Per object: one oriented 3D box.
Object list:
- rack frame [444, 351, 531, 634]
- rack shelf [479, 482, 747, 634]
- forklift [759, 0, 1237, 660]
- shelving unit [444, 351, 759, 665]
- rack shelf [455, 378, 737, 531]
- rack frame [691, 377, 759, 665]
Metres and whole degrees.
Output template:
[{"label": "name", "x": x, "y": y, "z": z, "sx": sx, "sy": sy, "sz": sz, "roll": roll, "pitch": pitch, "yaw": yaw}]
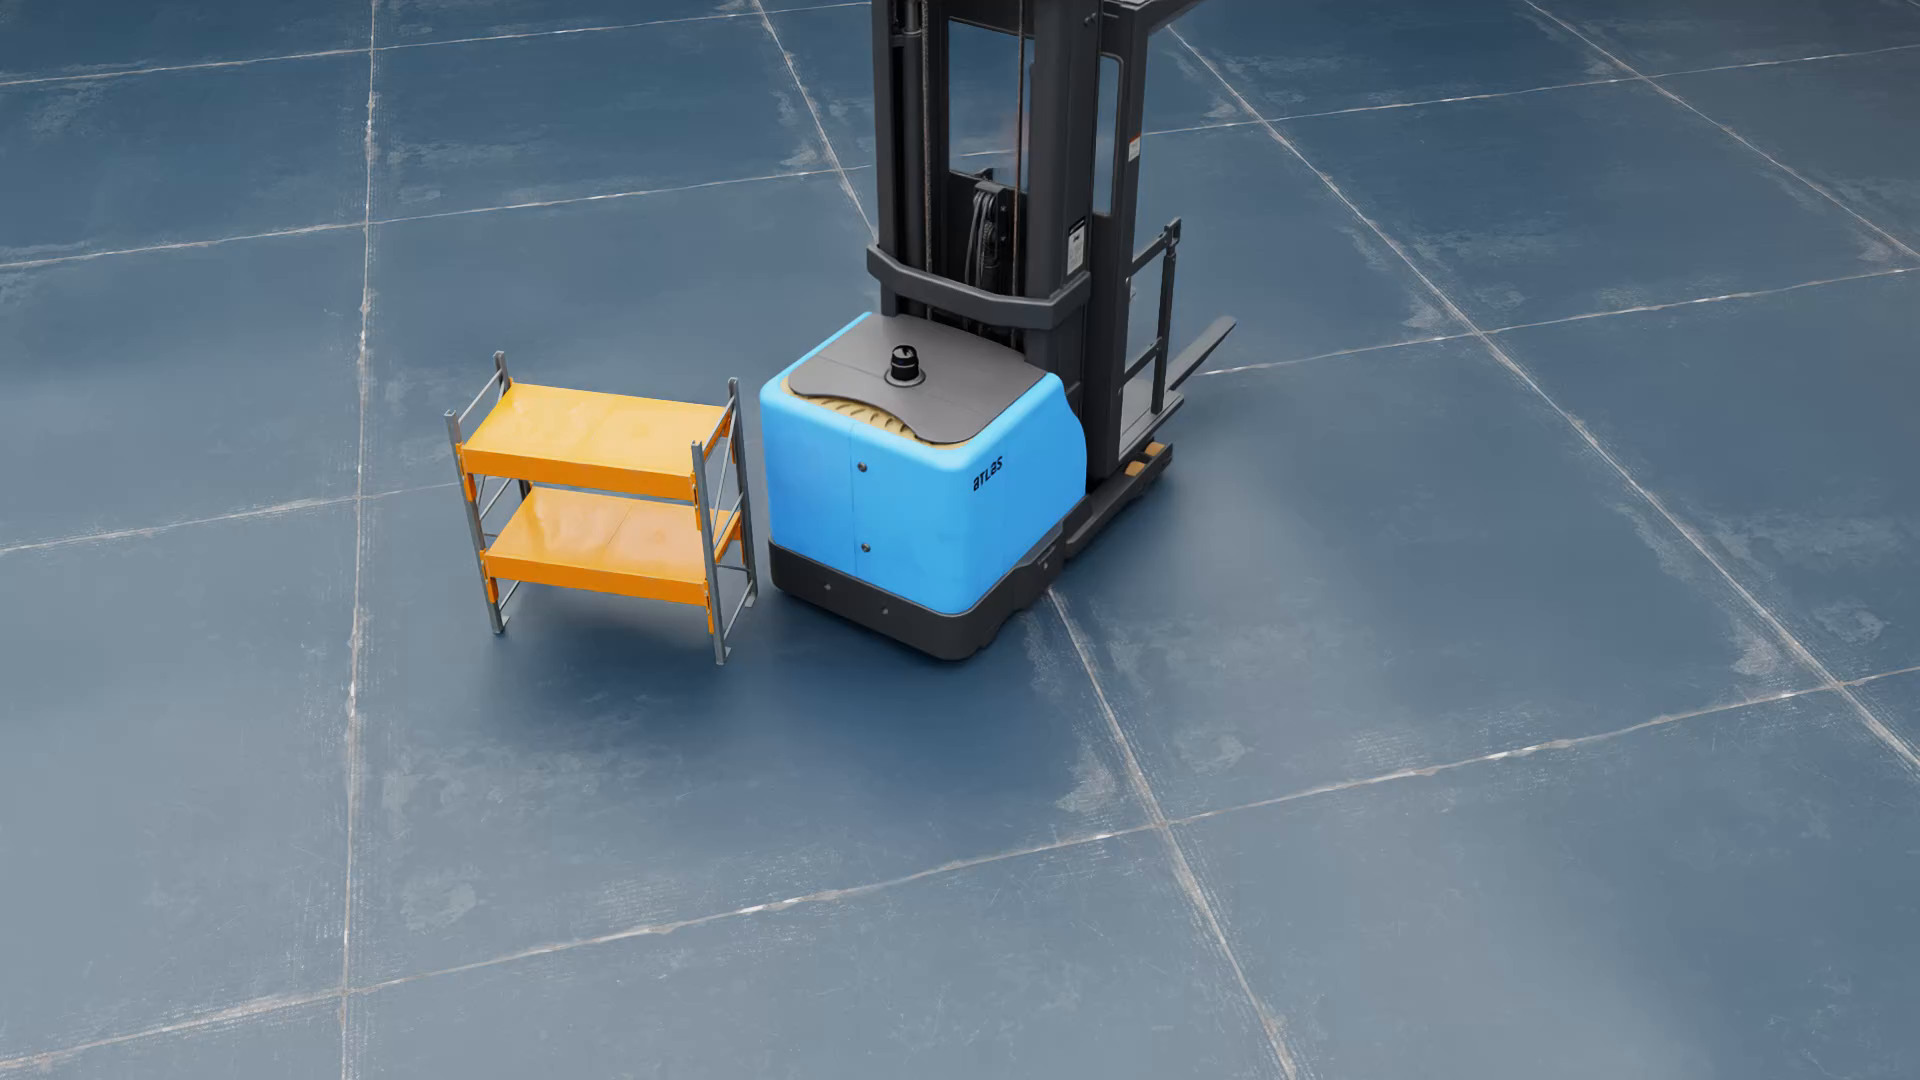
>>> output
[{"label": "rack frame", "x": -1.963, "y": -0.191, "z": 7.074, "sx": 0.032, "sy": 1.125, "sz": 0.500, "roll": 7, "pitch": 38, "yaw": 9}, {"label": "rack shelf", "x": -1.466, "y": 0.066, "z": 7.140, "sx": 1.000, "sy": 0.278, "sz": 0.538, "roll": 7, "pitch": 38, "yaw": 9}, {"label": "forklift", "x": 0.384, "y": -1.522, "z": 7.327, "sx": 1.130, "sy": 2.935, "sz": 3.031, "roll": 22, "pitch": 42, "yaw": 26}, {"label": "shelving unit", "x": -1.466, "y": -0.128, "z": 6.991, "sx": 1.048, "sy": 1.125, "sz": 0.538, "roll": 7, "pitch": 38, "yaw": 9}, {"label": "rack shelf", "x": -1.466, "y": -0.360, "z": 6.813, "sx": 1.000, "sy": 0.278, "sz": 0.538, "roll": 7, "pitch": 38, "yaw": 9}, {"label": "rack frame", "x": -0.968, "y": -0.065, "z": 6.909, "sx": 0.032, "sy": 1.125, "sz": 0.500, "roll": 7, "pitch": 38, "yaw": 9}]
